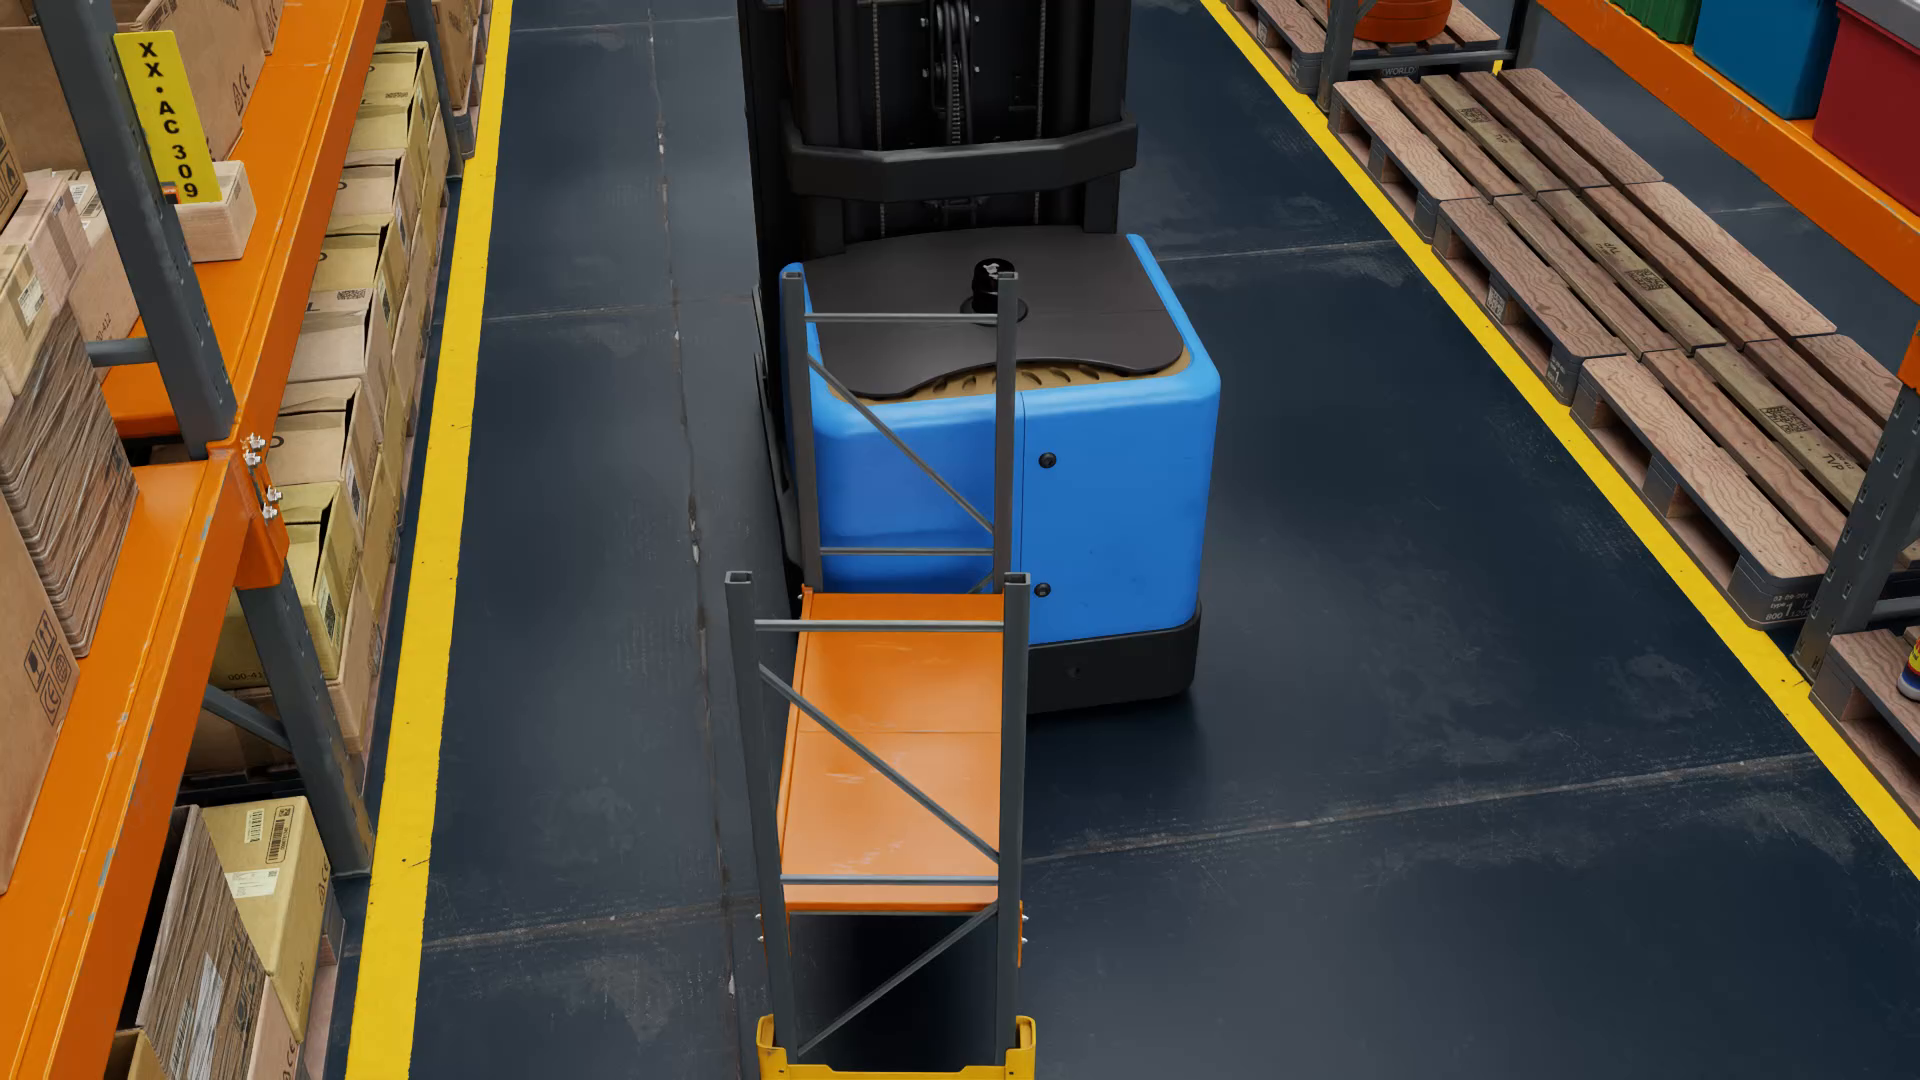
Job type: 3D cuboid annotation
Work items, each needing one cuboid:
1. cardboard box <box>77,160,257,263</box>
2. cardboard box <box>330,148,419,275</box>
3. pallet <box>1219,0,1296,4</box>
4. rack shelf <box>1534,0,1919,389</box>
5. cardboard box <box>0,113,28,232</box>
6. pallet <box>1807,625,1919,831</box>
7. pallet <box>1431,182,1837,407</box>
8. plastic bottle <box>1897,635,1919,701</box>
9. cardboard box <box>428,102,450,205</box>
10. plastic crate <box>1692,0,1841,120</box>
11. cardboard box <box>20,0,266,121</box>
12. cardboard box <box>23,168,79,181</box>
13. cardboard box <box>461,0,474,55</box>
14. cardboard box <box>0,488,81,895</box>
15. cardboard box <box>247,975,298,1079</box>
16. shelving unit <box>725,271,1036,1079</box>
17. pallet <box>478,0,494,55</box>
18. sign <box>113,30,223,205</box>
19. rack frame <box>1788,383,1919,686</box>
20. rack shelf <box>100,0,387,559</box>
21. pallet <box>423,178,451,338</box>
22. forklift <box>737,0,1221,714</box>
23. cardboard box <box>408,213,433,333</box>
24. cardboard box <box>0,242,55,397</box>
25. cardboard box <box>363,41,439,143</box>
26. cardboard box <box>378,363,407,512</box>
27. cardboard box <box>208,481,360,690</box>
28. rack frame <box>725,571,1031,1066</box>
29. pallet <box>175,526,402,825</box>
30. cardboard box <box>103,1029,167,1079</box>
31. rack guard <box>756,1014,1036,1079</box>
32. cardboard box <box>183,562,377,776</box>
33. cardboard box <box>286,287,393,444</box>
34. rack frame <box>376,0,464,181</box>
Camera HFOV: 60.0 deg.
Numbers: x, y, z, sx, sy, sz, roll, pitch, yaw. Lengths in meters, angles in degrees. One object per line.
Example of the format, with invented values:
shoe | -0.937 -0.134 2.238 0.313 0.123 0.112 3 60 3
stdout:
cardboard box | -1.933 -0.785 4.020 0.380 0.149 0.250 -6 38 -8
cardboard box | -2.162 -1.136 5.710 0.500 0.311 0.500 -6 38 -8
pallet | 1.808 -3.379 9.428 1.003 0.211 1.213 -6 38 -8
rack shelf | 2.548 -1.782 5.685 1.077 0.370 4.000 -6 38 -8
cardboard box | -1.894 -0.612 2.453 0.700 0.500 0.500 -6 38 -8
pallet | 2.976 0.654 4.237 1.003 0.211 1.213 -6 38 -8
pallet | 2.506 -0.965 6.320 1.003 0.211 1.213 -6 38 -8
plastic bottle | 2.523 0.286 4.303 0.097 0.271 0.097 0 38 0
cardboard box | -2.347 -1.532 6.675 0.500 0.250 0.500 -5 38 -7
plastic crate | 2.399 -1.484 4.728 0.392 0.384 0.575 -6 38 -8
cardboard box | -2.277 -1.453 4.594 0.500 0.500 0.500 -6 38 -8
cardboard box | -2.313 -0.785 3.925 0.396 0.266 0.258 -7 38 -9
cardboard box | -2.576 -2.551 7.768 0.500 0.500 0.500 -8 38 -10
cardboard box | -1.796 0.219 2.442 0.700 0.500 0.500 -7 38 -8
cardboard box | -1.604 1.153 3.220 0.500 0.250 0.500 -6 38 -8
shelving unit | -0.131 0.337 3.594 0.587 1.500 1.083 0 38 0
pallet | -2.984 -2.832 8.724 1.003 0.211 1.213 -6 38 -8
sign | -1.432 -0.761 3.014 0.100 0.325 0.005 -6 38 -8
rack frame | 2.899 -0.858 3.909 1.000 3.000 0.127 -6 38 -8
rack shelf | -2.329 -1.251 5.002 1.077 0.370 4.000 -6 38 -8
pallet | -2.574 -1.141 6.546 1.003 0.211 1.213 -6 38 -8
forklift | -0.111 -1.538 4.840 1.130 2.935 3.031 -6 38 -8
cardboard box | -2.168 -0.917 5.884 0.500 0.250 0.500 -5 38 -7
cardboard box | -1.678 -0.332 2.622 0.380 0.149 0.250 -7 38 -9
cardboard box | -2.345 -1.755 6.505 0.500 0.311 0.500 -5 38 -7
cardboard box | -1.987 -0.299 5.089 0.500 0.250 0.500 -7 38 -9
cardboard box | -1.806 0.095 4.125 0.500 0.311 0.500 -6 38 -8
rack frame | -0.134 0.654 3.185 0.500 1.500 0.032 0 38 0
pallet | -2.146 0.333 4.649 1.003 0.211 1.213 -6 38 -8
cardboard box | -1.514 1.158 2.602 0.500 0.500 0.500 -6 38 -8
rack guard | -0.134 1.136 3.584 0.587 0.250 0.087 0 38 0
cardboard box | -1.805 0.323 4.289 0.500 0.250 0.500 -7 38 -9
cardboard box | -1.980 -0.520 4.917 0.500 0.311 0.500 -7 38 -9
rack frame | -2.680 -2.743 6.336 1.000 3.000 0.127 -6 38 -8
